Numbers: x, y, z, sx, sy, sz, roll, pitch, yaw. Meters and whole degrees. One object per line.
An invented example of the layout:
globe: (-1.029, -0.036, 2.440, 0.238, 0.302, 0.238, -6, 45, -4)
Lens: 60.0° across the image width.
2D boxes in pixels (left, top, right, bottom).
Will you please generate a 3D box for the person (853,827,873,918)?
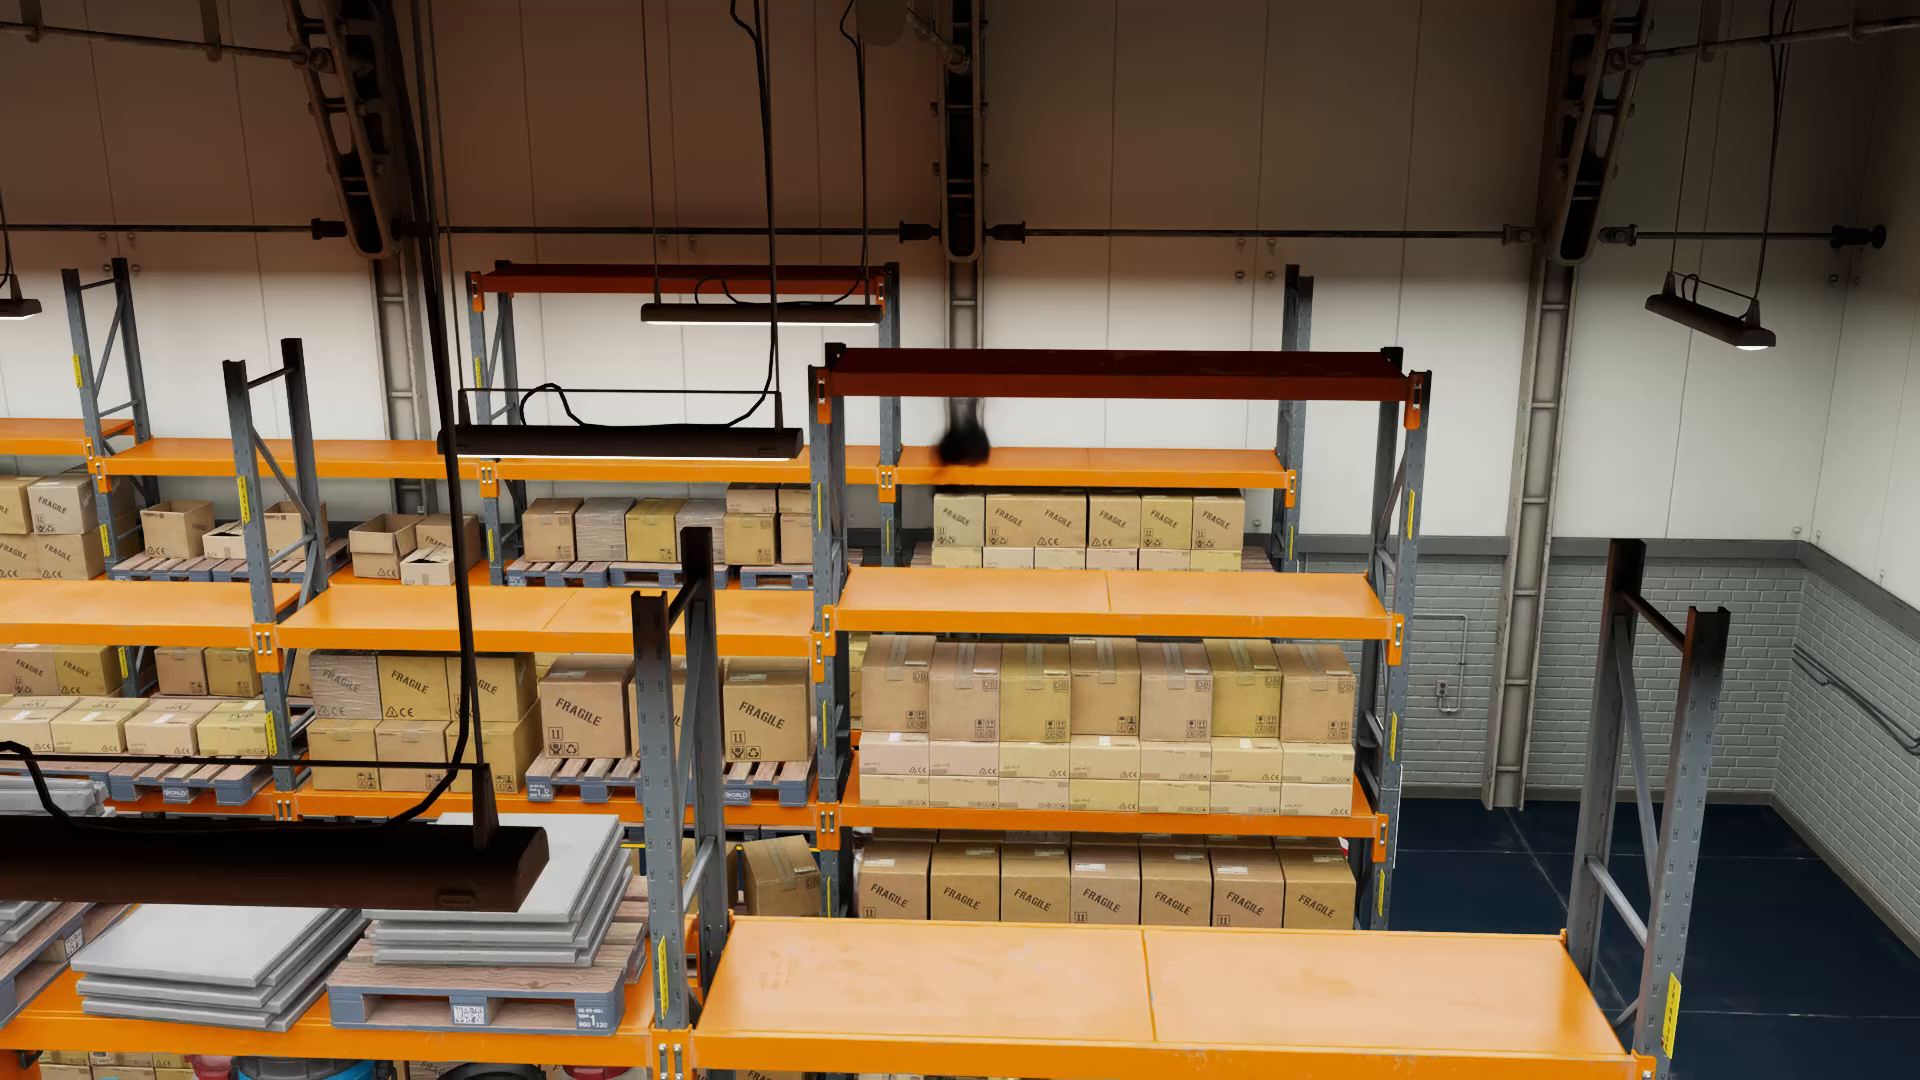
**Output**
person: (-0.841, 3.192, 14.519, 0.592, 1.729, 0.777, 7, 18, 24)
